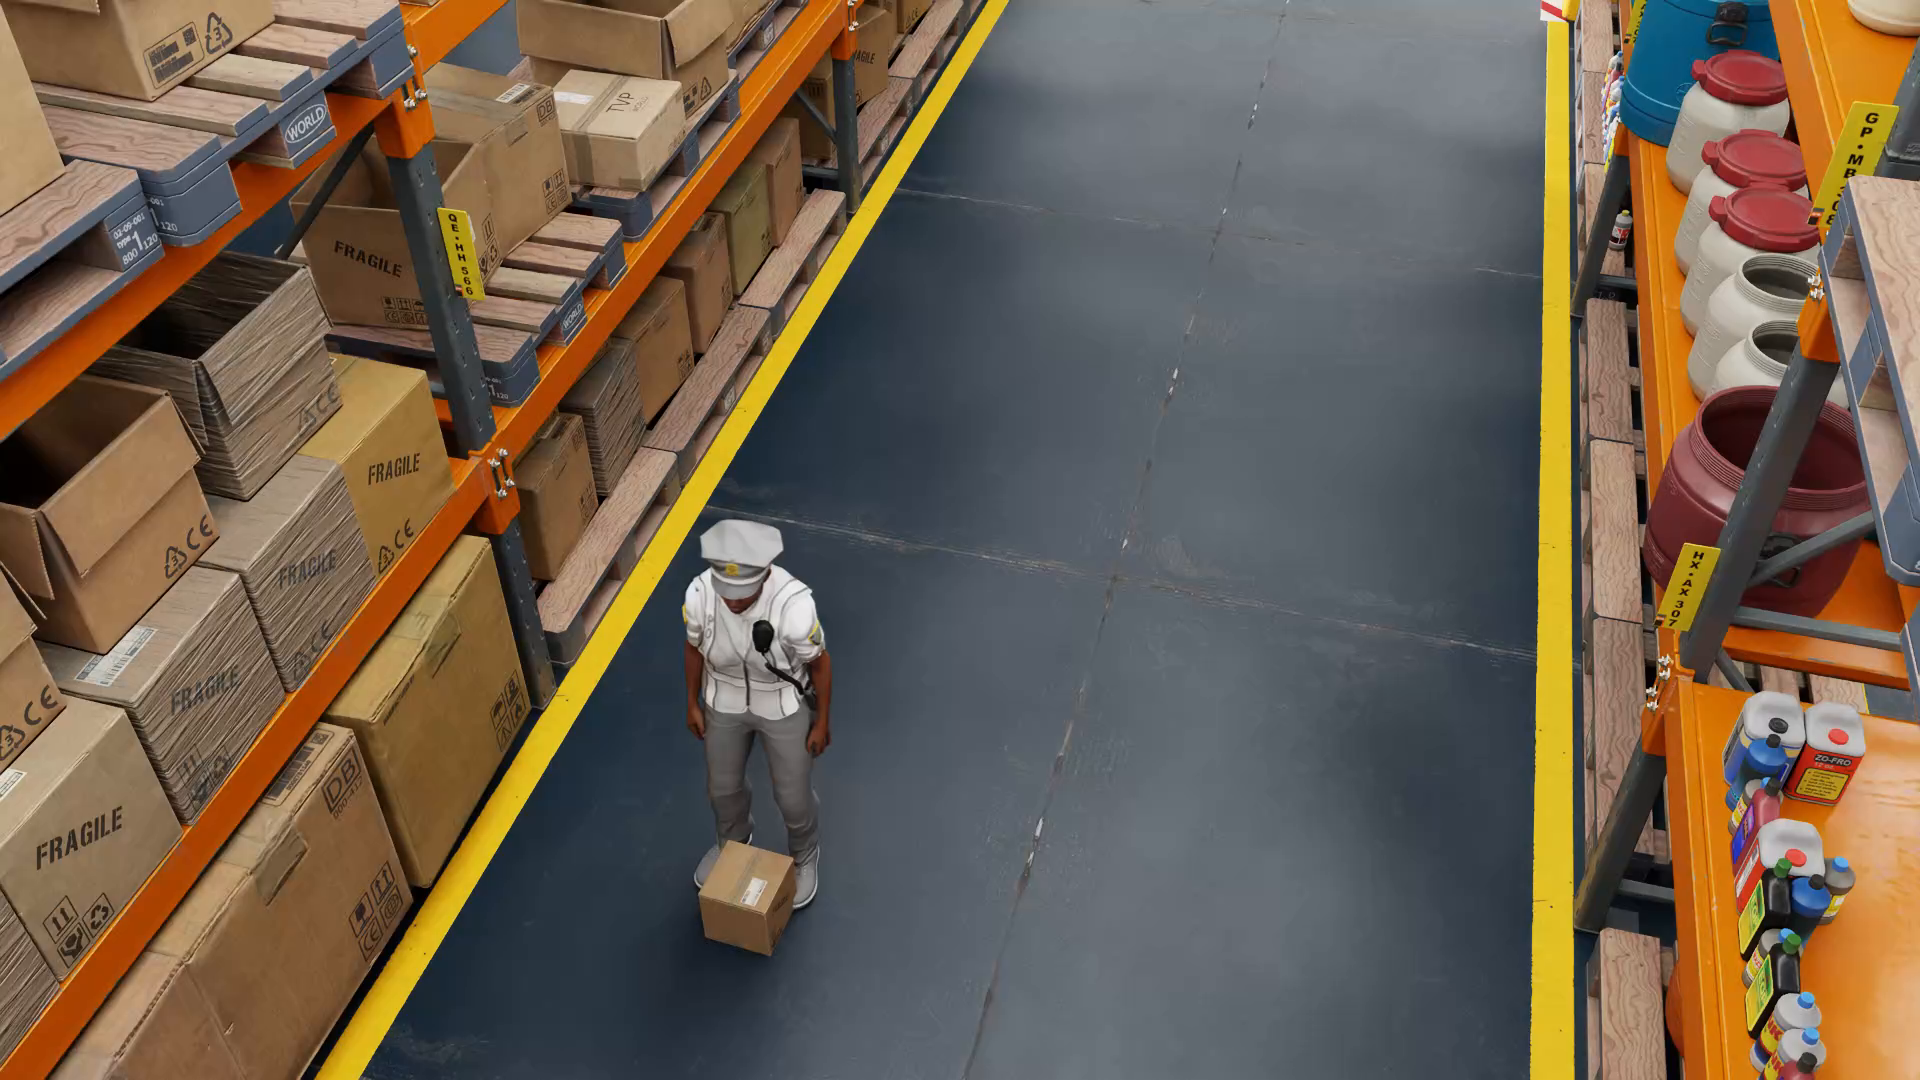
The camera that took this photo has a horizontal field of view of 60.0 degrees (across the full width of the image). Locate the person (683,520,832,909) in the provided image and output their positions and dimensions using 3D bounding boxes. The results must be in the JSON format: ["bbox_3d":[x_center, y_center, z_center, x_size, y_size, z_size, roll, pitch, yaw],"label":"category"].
[{"bbox_3d":[-0.680,0.566,5.515,0.527,1.658,0.397,8,42,9],"label":"person"}]
